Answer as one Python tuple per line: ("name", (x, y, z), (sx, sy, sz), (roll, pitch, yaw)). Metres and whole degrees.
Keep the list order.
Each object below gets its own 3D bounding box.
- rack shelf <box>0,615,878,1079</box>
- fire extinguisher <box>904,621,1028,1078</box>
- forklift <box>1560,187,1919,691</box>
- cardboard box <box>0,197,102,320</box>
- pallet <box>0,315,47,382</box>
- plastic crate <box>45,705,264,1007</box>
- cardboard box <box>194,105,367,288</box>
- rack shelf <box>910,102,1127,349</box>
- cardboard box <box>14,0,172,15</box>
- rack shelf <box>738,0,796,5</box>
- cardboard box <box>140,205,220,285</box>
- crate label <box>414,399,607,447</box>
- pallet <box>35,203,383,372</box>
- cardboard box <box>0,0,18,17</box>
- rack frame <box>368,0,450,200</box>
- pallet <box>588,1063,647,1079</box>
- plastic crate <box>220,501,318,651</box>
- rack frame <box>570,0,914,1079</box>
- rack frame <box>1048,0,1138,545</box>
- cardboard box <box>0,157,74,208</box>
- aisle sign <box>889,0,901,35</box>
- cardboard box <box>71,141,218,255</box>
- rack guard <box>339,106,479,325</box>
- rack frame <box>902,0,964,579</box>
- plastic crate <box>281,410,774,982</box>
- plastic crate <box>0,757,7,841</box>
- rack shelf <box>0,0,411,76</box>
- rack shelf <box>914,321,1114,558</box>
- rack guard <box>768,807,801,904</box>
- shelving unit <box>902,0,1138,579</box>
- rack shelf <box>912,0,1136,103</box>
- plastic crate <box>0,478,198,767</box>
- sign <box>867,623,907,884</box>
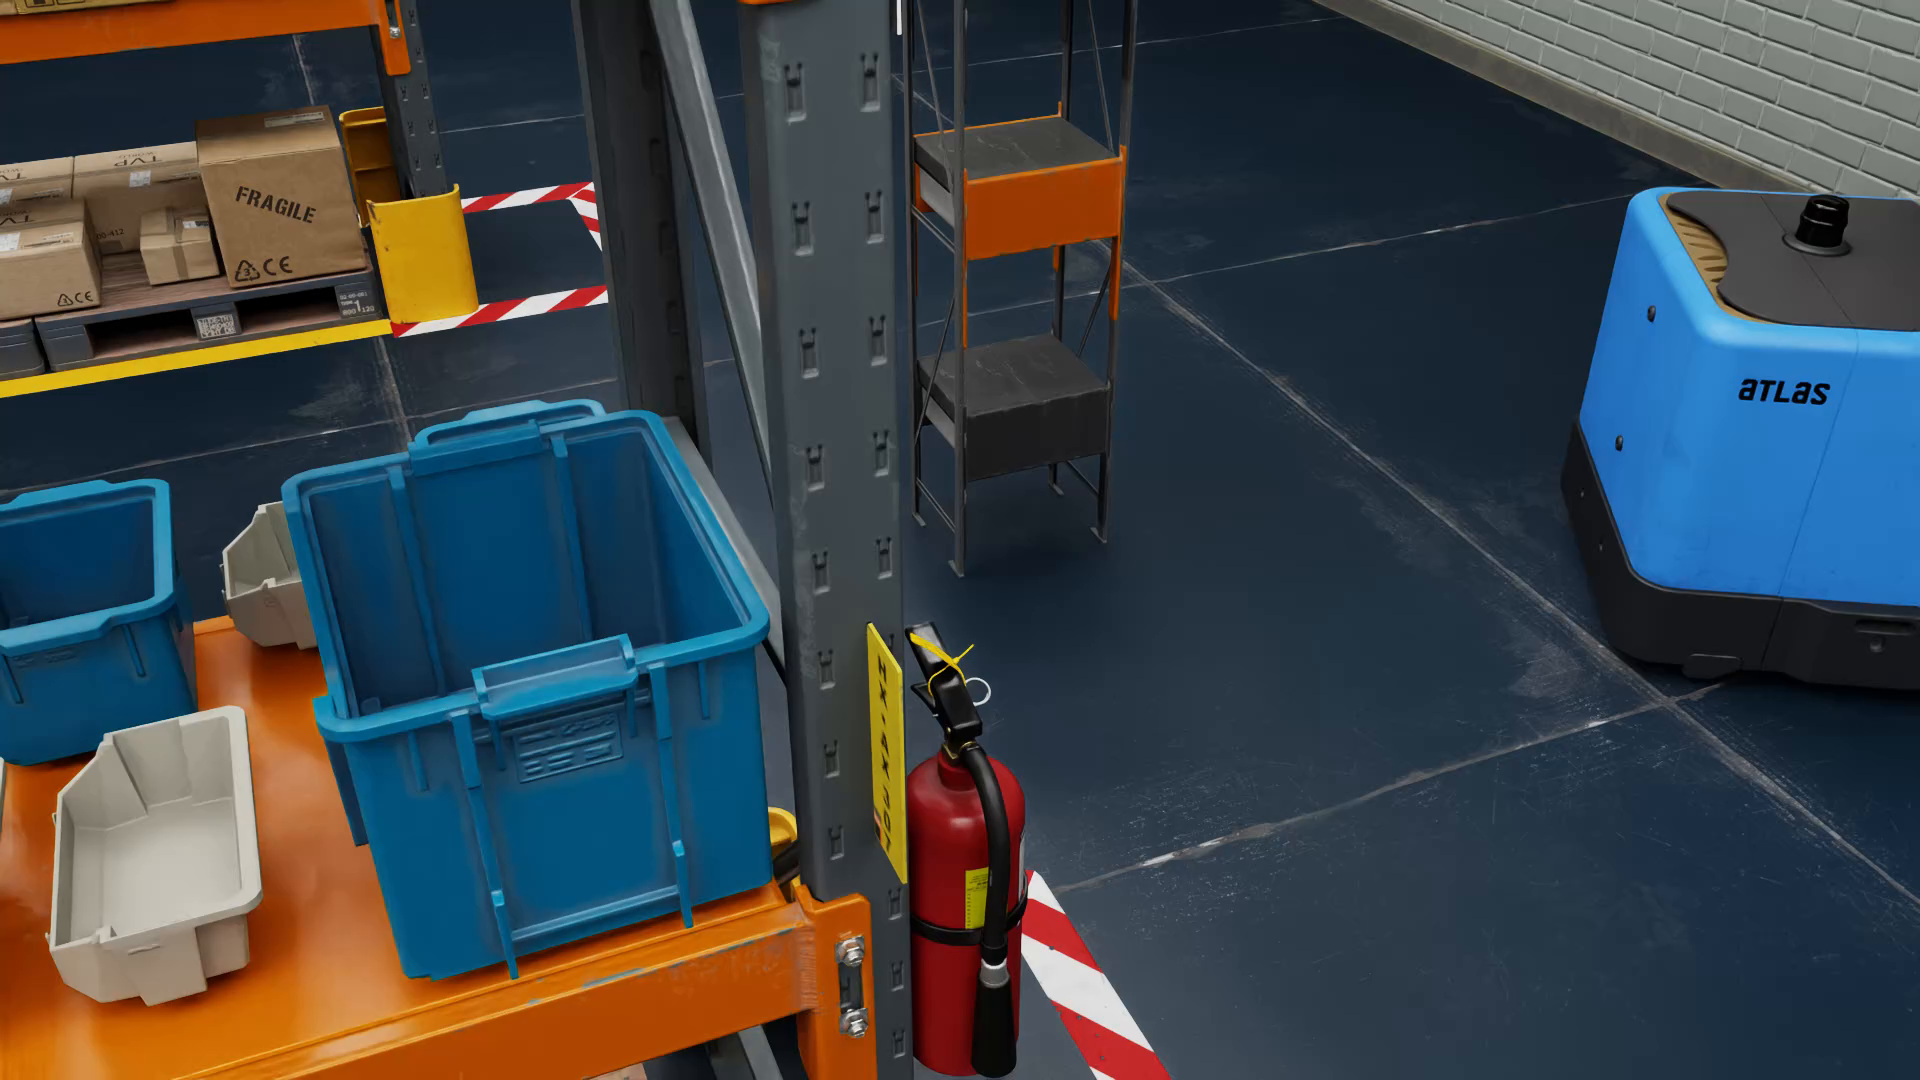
("rack shelf", (-2.157, 0.774, 1.969), (4.000, 0.370, 1.077), (-13, 35, -19))
("fire extinguisher", (0.002, 0.436, 2.242), (0.183, 0.674, 0.296), (-13, 35, -19))
("forklift", (3.390, -1.008, 4.111), (3.031, 2.935, 1.130), (4, 33, 7))
("cardboard box", (-3.521, -1.049, 6.229), (0.500, 0.250, 0.500), (-13, 35, -19))
("pallet", (-4.155, -0.832, 6.335), (1.213, 0.211, 1.003), (-13, 35, -19))
("plastic crate", (-0.995, 0.399, 2.073), (0.243, 0.136, 0.396), (-13, 35, -19))
("cardboard box", (-2.633, -1.339, 6.446), (0.500, 0.500, 0.500), (-13, 35, -19))
("rack shelf", (0.153, -0.904, 4.738), (0.480, 0.518, 0.431), (-13, 35, -19))
("cardboard box", (-3.012, -2.140, 5.697), (0.500, 0.500, 0.500), (-13, 35, -19))
("rack shelf", (-2.157, -0.483, 1.151), (4.000, 0.370, 1.077), (-13, 35, -19))
("cardboard box", (-3.042, -1.159, 6.475), (0.250, 0.166, 0.380), (-13, 35, -19))
("crate label", (-0.668, -0.018, 2.625), (0.303, 0.233, 0.416), (-13, 35, -19))
("pallet", (-3.032, -1.087, 6.728), (1.213, 0.211, 1.003), (-13, 35, -19))
("cardboard box", (-3.474, -2.038, 5.540), (0.500, 0.500, 0.500), (-13, 35, -19))
("rack frame", (-2.227, -2.441, 6.251), (0.127, 3.000, 1.000), (-13, 35, -19))
("pallet", (-1.089, 1.374, 2.945), (1.213, 0.211, 1.003), (-13, 35, -19))
("plastic crate", (-0.996, 0.049, 2.612), (0.298, 0.136, 0.250), (-13, 35, -19))
("rack frame", (-0.313, 0.051, 2.422), (0.127, 3.000, 1.000), (-13, 35, -19))
("rack frame", (0.378, -0.967, 4.810), (0.015, 2.100, 0.400), (-13, 35, -19))
("cardboard box", (-3.760, -1.290, 6.599), (0.500, 0.250, 0.500), (-13, 35, -19))
("aisle sign", (-0.133, -0.907, 1.510), (0.004, 0.787, 0.394), (-13, 35, -19))
("cardboard box", (-3.299, -1.395, 6.762), (0.500, 0.250, 0.500), (-13, 35, -19))
("rack guard", (-2.297, -1.377, 6.908), (0.348, 0.500, 1.175), (-13, 35, -19))
("rack frame", (-0.072, -0.864, 4.652), (0.015, 2.100, 0.400), (-13, 35, -19))
("plastic crate", (-0.550, 0.175, 2.143), (0.499, 0.435, 0.616), (-13, 35, -19))
("plastic crate", (-1.268, 0.453, 1.990), (0.243, 0.136, 0.396), (-13, 35, -19))
("rack shelf", (-4.071, -1.717, 5.798), (4.000, 0.370, 1.077), (-13, 35, -19))
("rack shelf", (0.153, -0.317, 5.120), (0.480, 0.518, 0.431), (-13, 35, -19))
("rack guard", (-0.296, 1.087, 3.121), (0.348, 0.500, 1.175), (-13, 35, -19))
("shelving unit", (0.153, -0.915, 4.731), (0.503, 2.100, 0.431), (-13, 35, -19))
("rack shelf", (0.153, -1.490, 4.357), (0.480, 0.518, 0.431), (-13, 35, -19))
("plastic crate", (-1.275, 0.121, 2.412), (0.300, 0.233, 0.416), (-13, 35, -19))
("sign", (-0.085, 0.255, 1.957), (0.005, 0.325, 0.100), (-13, 35, -19))
